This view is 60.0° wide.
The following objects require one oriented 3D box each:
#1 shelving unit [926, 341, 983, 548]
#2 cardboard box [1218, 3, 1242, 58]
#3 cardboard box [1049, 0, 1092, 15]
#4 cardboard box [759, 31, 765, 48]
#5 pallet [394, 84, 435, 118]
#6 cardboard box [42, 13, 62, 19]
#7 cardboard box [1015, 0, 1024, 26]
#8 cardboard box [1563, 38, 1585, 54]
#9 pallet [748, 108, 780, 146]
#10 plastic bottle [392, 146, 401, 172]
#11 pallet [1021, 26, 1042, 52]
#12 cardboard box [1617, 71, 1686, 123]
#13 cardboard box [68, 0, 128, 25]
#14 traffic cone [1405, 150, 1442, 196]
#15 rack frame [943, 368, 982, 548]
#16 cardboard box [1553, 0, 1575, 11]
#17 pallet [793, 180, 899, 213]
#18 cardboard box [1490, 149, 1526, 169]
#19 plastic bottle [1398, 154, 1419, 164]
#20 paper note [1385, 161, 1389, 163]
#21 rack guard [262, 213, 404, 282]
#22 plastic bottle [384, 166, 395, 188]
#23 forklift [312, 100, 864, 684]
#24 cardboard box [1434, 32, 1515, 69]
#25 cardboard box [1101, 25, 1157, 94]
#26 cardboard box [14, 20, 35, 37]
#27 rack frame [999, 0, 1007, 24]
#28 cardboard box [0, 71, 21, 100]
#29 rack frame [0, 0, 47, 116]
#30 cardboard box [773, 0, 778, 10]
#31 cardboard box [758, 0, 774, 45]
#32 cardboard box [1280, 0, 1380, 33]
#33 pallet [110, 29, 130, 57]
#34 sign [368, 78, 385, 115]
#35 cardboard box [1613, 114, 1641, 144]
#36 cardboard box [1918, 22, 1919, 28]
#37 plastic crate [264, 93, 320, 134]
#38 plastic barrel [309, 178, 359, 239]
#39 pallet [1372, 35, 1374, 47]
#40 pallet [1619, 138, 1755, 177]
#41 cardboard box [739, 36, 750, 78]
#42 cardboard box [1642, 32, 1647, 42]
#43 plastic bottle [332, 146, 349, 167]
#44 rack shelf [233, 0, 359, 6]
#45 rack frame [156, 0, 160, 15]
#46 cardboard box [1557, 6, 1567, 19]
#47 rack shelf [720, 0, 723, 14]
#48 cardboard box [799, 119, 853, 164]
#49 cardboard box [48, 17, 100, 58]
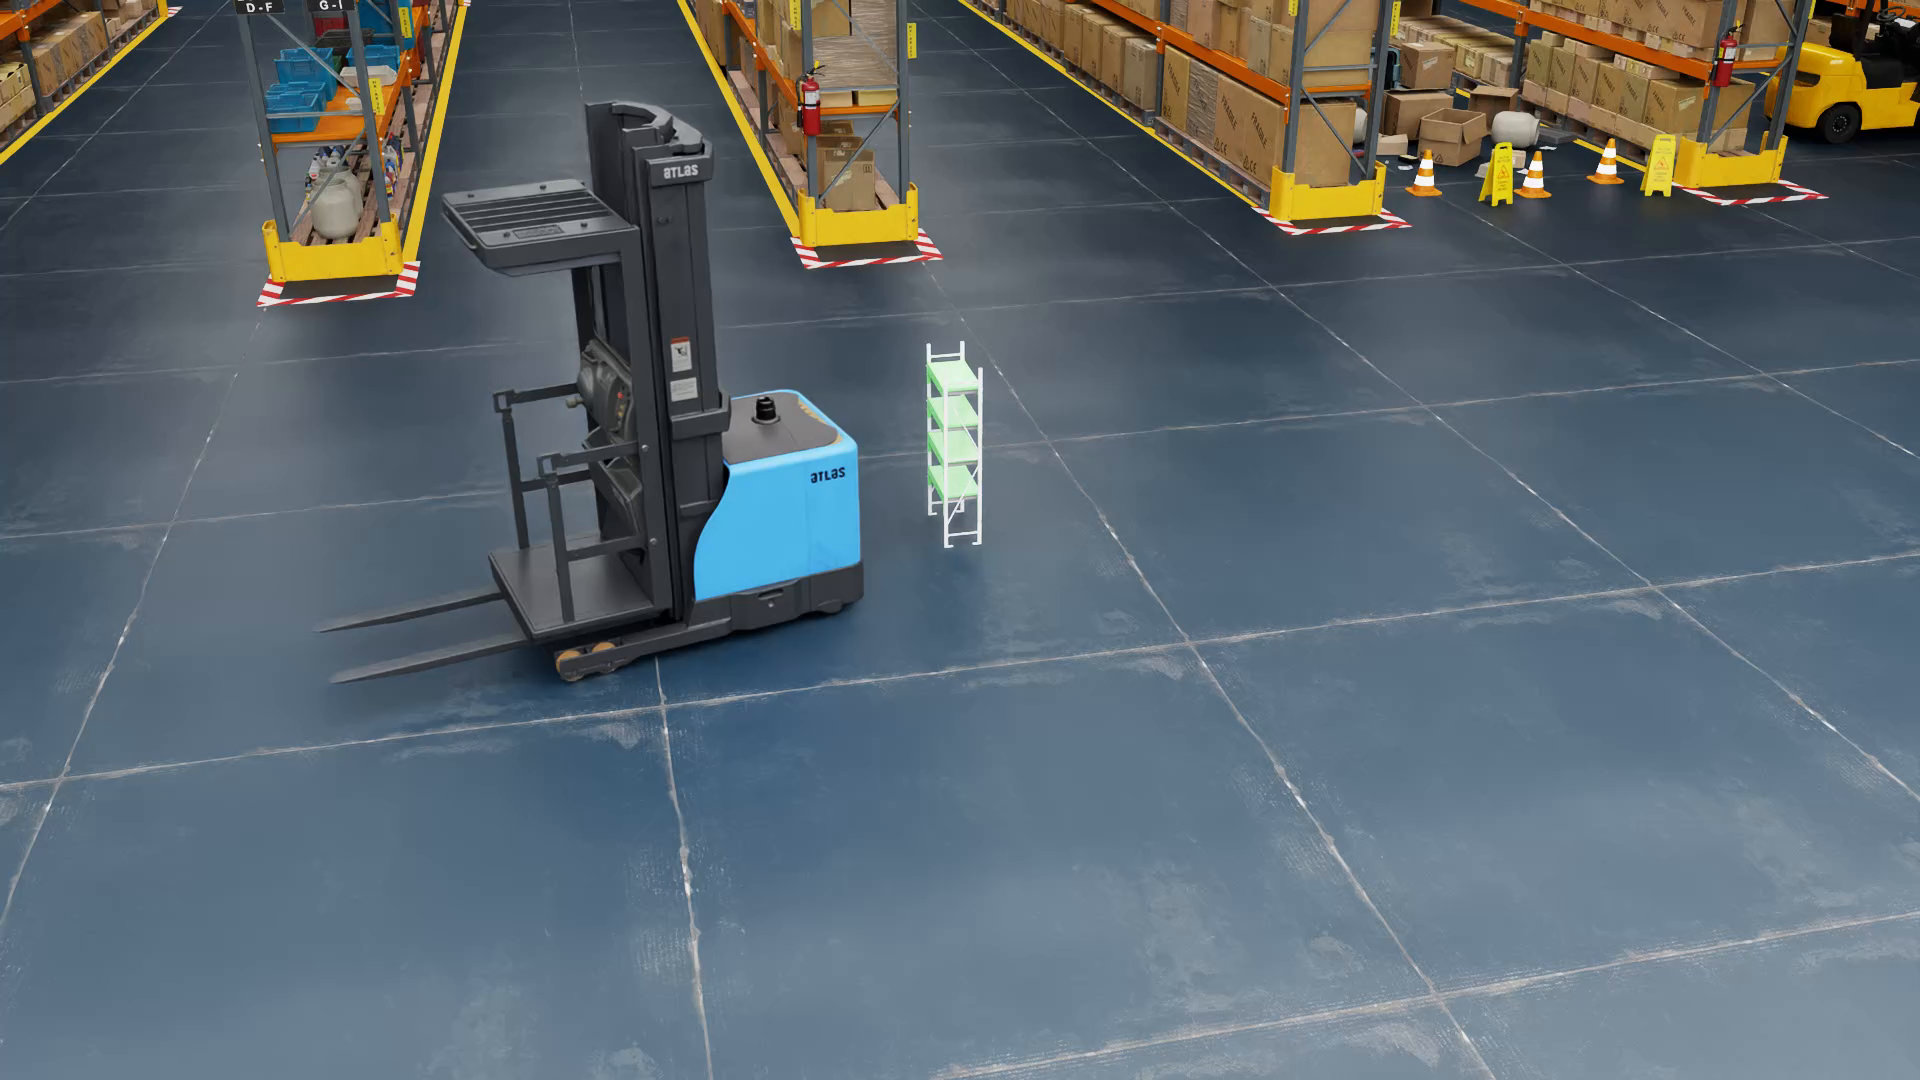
[{"bbox_3d":[-0.037,-0.608,10.624,0.258,1.200,0.503,-6,27,-12],"label":"shelving unit"},{"bbox_3d":[3.419,-5.756,18.659,0.875,0.550,0.500,-6,27,-12],"label":"cardboard box"},{"bbox_3d":[1.643,-7.997,24.740,0.500,0.250,0.500,-7,28,-13],"label":"cardboard box"},{"bbox_3d":[-2.102,-5.753,19.098,0.380,0.149,0.250,-6,27,-12],"label":"cardboard box"},{"bbox_3d":[-7.492,-5.766,21.939,1.003,0.211,1.213,-6,27,-12],"label":"pallet"},{"bbox_3d":[-13.485,-7.452,24.472,0.500,0.500,0.500,-7,28,-14],"label":"cardboard box"},{"bbox_3d":[1.180,-8.561,26.690,0.500,0.500,0.500,-5,27,-9],"label":"cardboard box"},{"bbox_3d":[7.711,-6.119,20.578,0.380,0.149,0.250,-5,27,-10],"label":"cardboard box"},{"bbox_3d":[-2.078,-5.198,20.814,1.003,0.211,1.213,-6,27,-12],"label":"pallet"},{"bbox_3d":[-6.180,-4.177,18.223,0.061,0.283,0.133,-4,27,-8],"label":"plastic bottle"},{"bbox_3d":[1.606,-7.950,26.266,1.003,0.211,1.213,-6,27,-12],"label":"pallet"},{"bbox_3d":[8.100,-5.200,19.478,0.500,0.500,0.500,-5,27,-10],"label":"cardboard box"},{"bbox_3d":[-13.785,-8.515,26.574,0.797,0.503,0.637,-6,27,-12],"label":"cardboard box"},{"bbox_3d":[5.119,-4.049,18.259,0.336,0.463,0.334,-6,27,-12],"label":"traffic cone"},{"bbox_3d":[0.018,-0.501,10.411,0.240,1.200,0.015,-6,27,-12],"label":"rack frame"},{"bbox_3d":[7.717,-6.846,20.543,0.500,0.500,0.500,-6,27,-12],"label":"cardboard box"},{"bbox_3d":[-1.166,-3.494,17.438,1.003,0.211,1.213,-6,27,-12],"label":"pallet"},{"bbox_3d":[6.392,-4.449,19.399,0.380,0.149,0.250,8,28,15],"label":"cardboard box"},{"bbox_3d":[5.256,-4.487,19.572,0.133,0.061,0.283,-16,31,-29],"label":"plastic bottle"},{"bbox_3d":[5.019,-4.443,19.541,0.032,0.001,0.123,8,28,15],"label":"paper note"},{"bbox_3d":[-5.888,-2.755,15.654,1.175,0.500,0.348,-6,27,-12],"label":"rack guard"},{"bbox_3d":[-6.008,-3.799,17.487,0.097,0.271,0.097,0,27,0],"label":"plastic bottle"},{"bbox_3d":[-2.124,-0.799,9.081,3.031,2.935,1.130,-13,30,-24],"label":"forklift"},{"bbox_3d":[7.309,-6.972,23.685,0.950,0.372,0.625,-5,27,-10],"label":"cardboard box"},{"bbox_3d":[2.513,-6.431,22.193,1.050,0.750,0.750,-6,27,-12],"label":"cardboard box"},{"bbox_3d":[-13.146,-7.128,22.997,0.500,0.250,0.500,-6,27,-13],"label":"cardboard box"},{"bbox_3d":[1.151,-10.073,27.377,1.000,3.000,0.127,-6,27,-12],"label":"rack frame"},{"bbox_3d":[-11.974,-5.631,20.540,0.500,0.311,0.500,-6,27,-12],"label":"cardboard box"},{"bbox_3d":[-12.455,-6.853,20.999,1.000,3.000,0.127,-6,27,-12],"label":"rack frame"},{"bbox_3d":[-1.698,-5.845,17.450,0.500,0.500,0.500,-6,27,-12],"label":"cardboard box"},{"bbox_3d":[-1.782,-5.852,18.574,0.875,0.500,0.500,-6,27,-12],"label":"cardboard box"},{"bbox_3d":[3.809,-5.521,16.994,0.875,0.550,0.550,-6,27,-12],"label":"cardboard box"},{"bbox_3d":[-13.510,-7.666,25.704,1.003,0.211,1.213,-6,27,-12],"label":"pallet"},{"bbox_3d":[-5.289,-4.020,15.078,0.100,0.325,0.005,-6,27,-12],"label":"sign"},{"bbox_3d":[8.102,-4.867,19.650,0.500,0.250,0.500,-6,27,-11],"label":"cardboard box"},{"bbox_3d":[12.888,-6.823,22.415,0.500,0.250,0.500,-5,27,-11],"label":"cardboard box"},{"bbox_3d":[-6.230,-3.965,15.442,0.499,0.251,0.616,-6,27,-12],"label":"plastic crate"},{"bbox_3d":[-6.048,-3.200,16.057,0.421,0.512,0.421,0,27,0],"label":"plastic barrel"},{"bbox_3d":[6.748,-7.973,26.311,1.003,0.211,1.213,-6,27,-12],"label":"pallet"},{"bbox_3d":[8.489,-4.500,19.432,1.003,0.211,1.213,-6,27,-12],"label":"pallet"},{"bbox_3d":[-2.632,-6.646,22.874,0.700,0.500,0.500,-7,28,-14],"label":"cardboard box"},{"bbox_3d":[8.152,-5.833,19.257,0.380,0.149,0.250,-6,27,-11],"label":"cardboard box"},{"bbox_3d":[-6.809,-4.230,18.254,0.144,0.351,0.185,-6,27,-12],"label":"plastic bottle"},{"bbox_3d":[-6.276,-5.738,16.260,1.077,0.370,4.000,-6,27,-12],"label":"rack shelf"},{"bbox_3d":[-14.258,-10.365,27.957,1.000,3.000,0.127,-6,27,-12],"label":"rack frame"},{"bbox_3d":[7.709,-6.606,20.787,0.380,0.149,0.250,-6,27,-12],"label":"cardboard box"},{"bbox_3d":[-3.254,-8.414,24.890,1.077,0.370,4.000,-6,27,-12],"label":"rack shelf"},{"bbox_3d":[-1.497,-4.478,18.601,0.500,0.500,0.500,-8,28,-16],"label":"cardboard box"},{"bbox_3d":[-12.863,-7.284,24.139,0.500,0.500,0.500,-6,27,-11],"label":"cardboard box"}]
